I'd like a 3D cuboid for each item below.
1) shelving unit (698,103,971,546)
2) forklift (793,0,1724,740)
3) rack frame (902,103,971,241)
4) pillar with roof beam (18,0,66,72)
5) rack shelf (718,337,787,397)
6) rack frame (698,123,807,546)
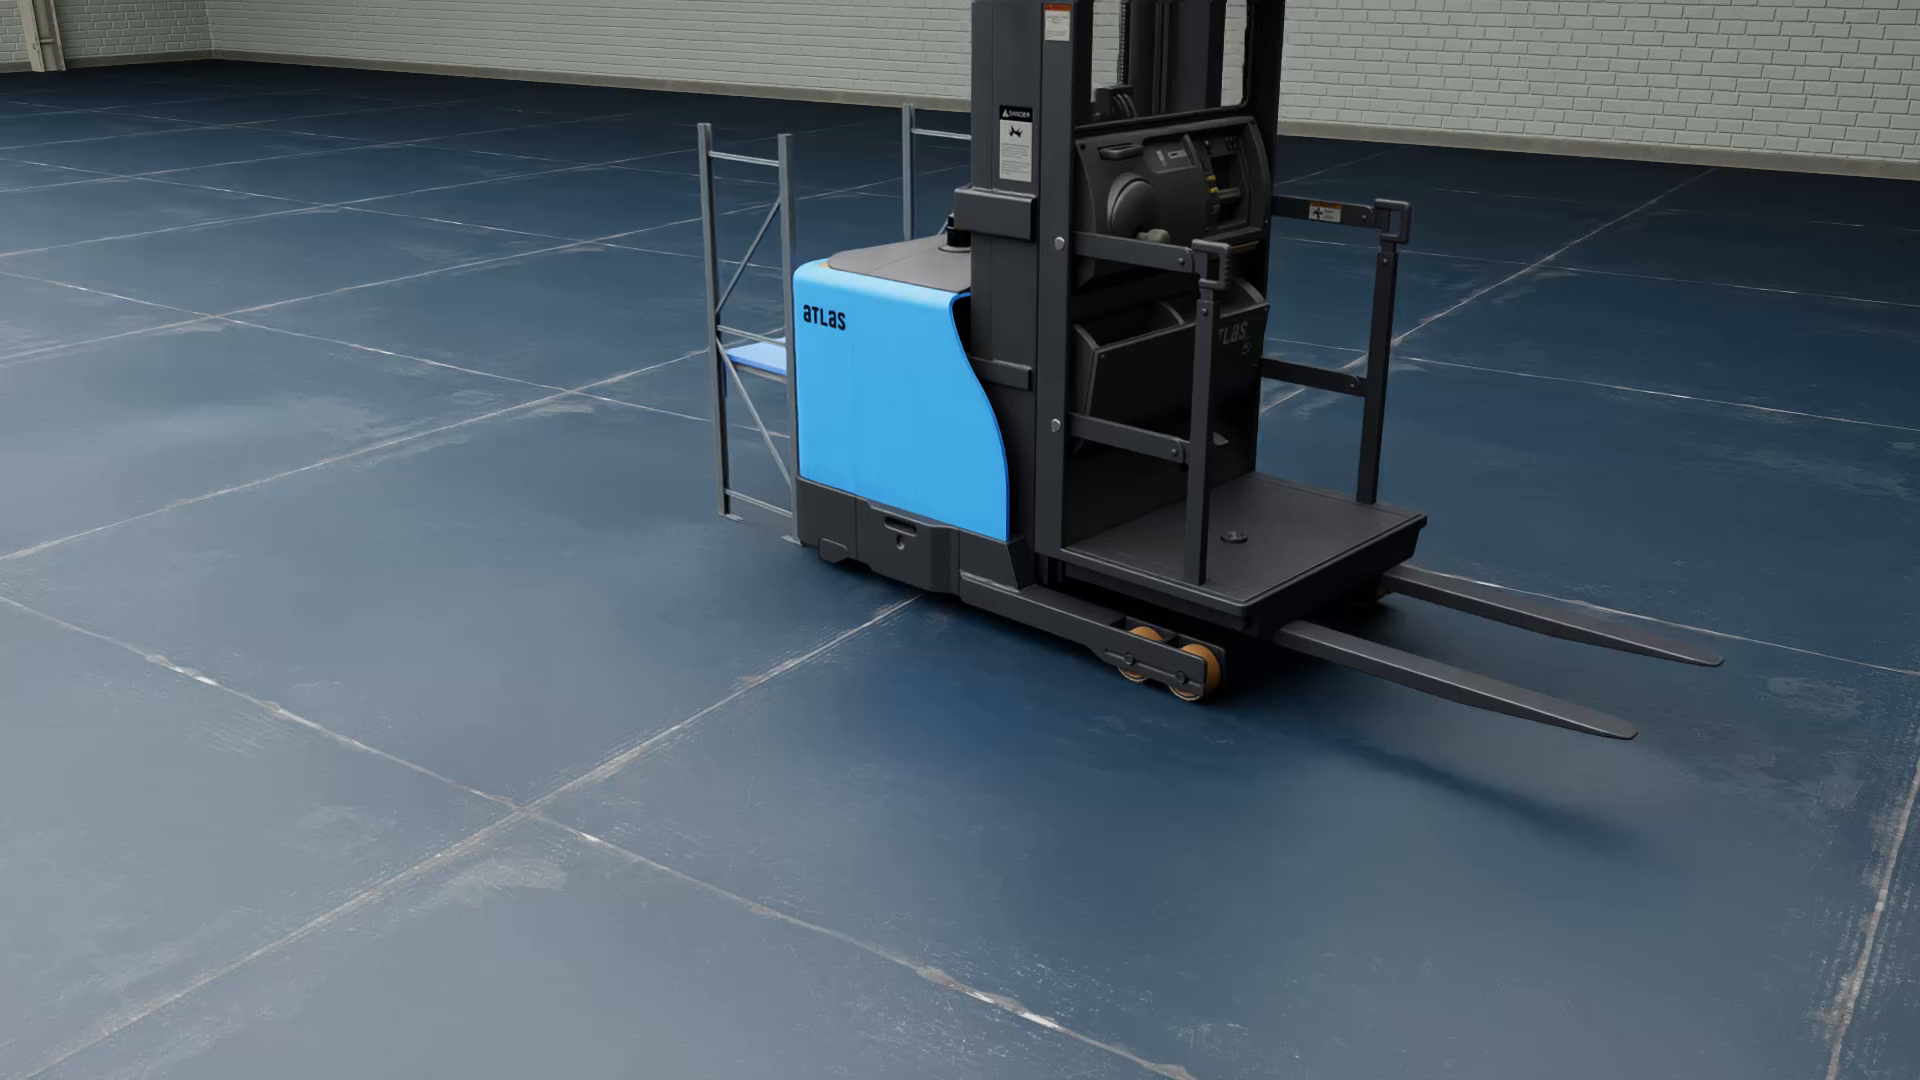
[{"bbox_3d":[-0.403,-0.869,6.453,0.538,1.500,1.048,19,28,41],"label":"shelving unit"},{"bbox_3d":[0.828,-1.099,5.012,3.031,2.935,1.130,18,27,40],"label":"forklift"},{"bbox_3d":[-0.045,-0.994,6.791,0.500,1.500,0.032,19,28,41],"label":"rack frame"},{"bbox_3d":[-10.950,-10.859,22.651,9.100,9.000,0.400,13,24,32],"label":"pillar with roof beam"},{"bbox_3d":[-0.403,-0.701,6.516,0.538,0.185,1.000,19,28,41],"label":"rack shelf"},{"bbox_3d":[-0.762,-0.744,6.115,0.500,1.500,0.032,19,28,41],"label":"rack frame"}]
